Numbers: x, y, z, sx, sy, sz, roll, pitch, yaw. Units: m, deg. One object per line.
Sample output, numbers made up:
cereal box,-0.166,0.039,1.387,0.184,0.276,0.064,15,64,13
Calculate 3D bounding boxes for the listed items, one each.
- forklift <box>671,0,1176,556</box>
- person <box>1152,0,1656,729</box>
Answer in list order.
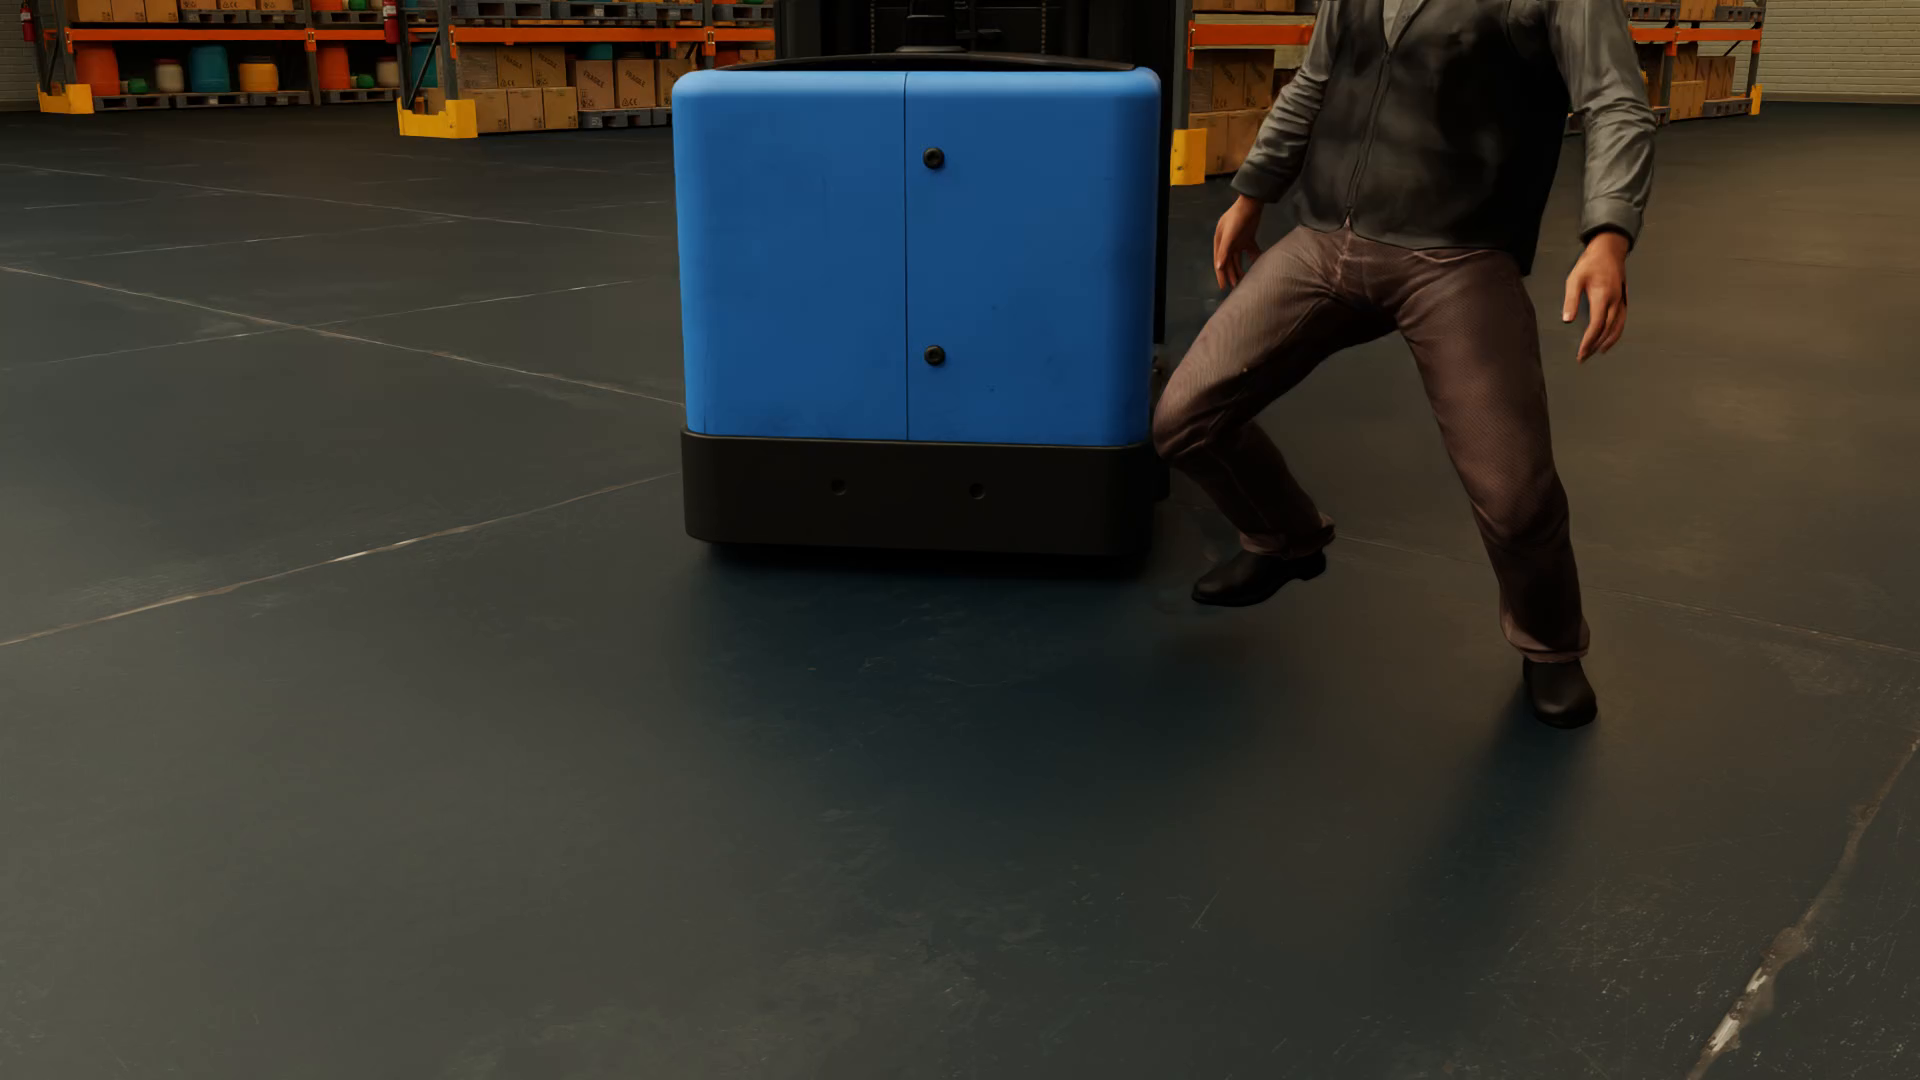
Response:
forklift,0.069,-1.749,4.658,1.130,2.935,3.031,2,17,7
person,0.774,-0.505,2.875,0.598,1.613,0.916,-13,21,-37
